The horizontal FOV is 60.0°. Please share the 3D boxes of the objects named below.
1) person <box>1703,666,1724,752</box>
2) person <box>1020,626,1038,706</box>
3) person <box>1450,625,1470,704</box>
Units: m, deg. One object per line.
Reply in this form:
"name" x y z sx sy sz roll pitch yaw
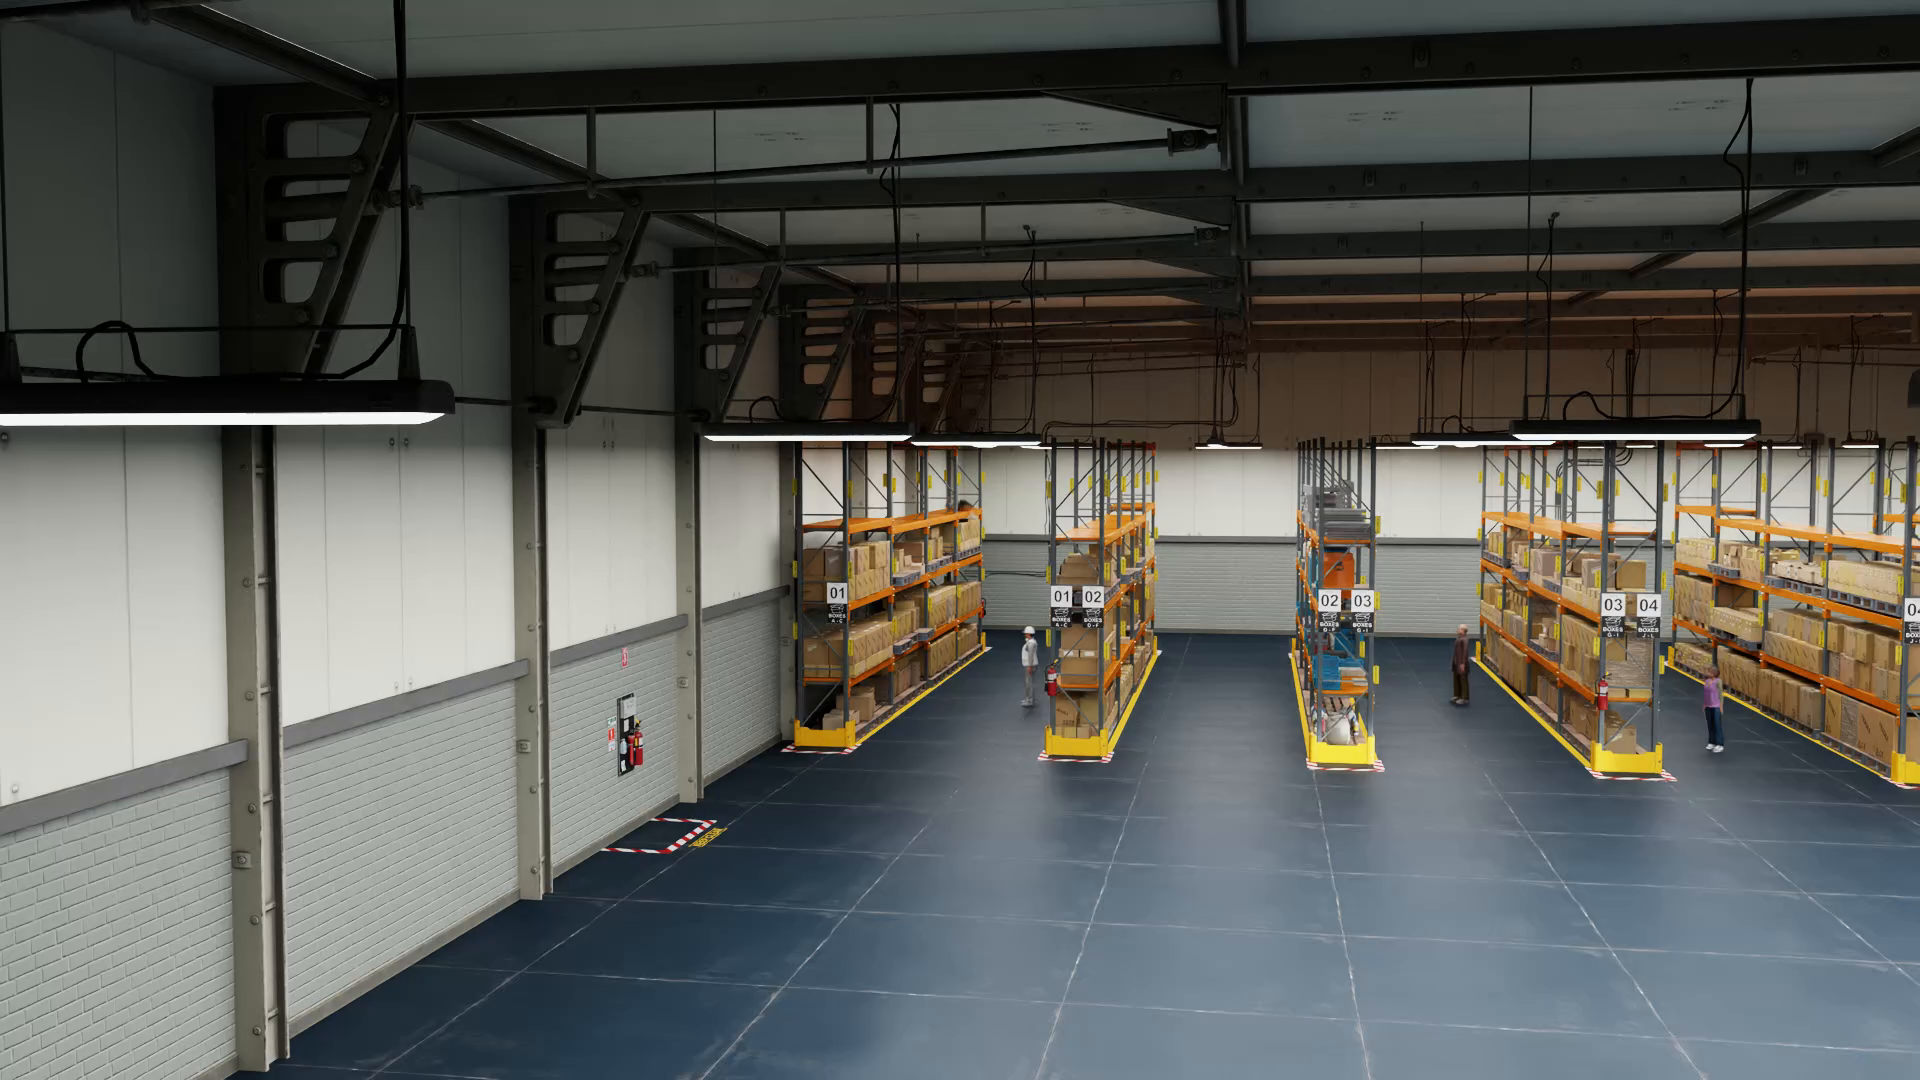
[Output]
"person" 14.472 3.234 31.947 0.374 1.611 0.518 -1 3 -18
"person" 1.562 2.839 37.594 0.416 1.778 0.570 0 3 4
"person" 11.406 2.818 37.912 0.422 1.787 0.607 -1 3 -12
